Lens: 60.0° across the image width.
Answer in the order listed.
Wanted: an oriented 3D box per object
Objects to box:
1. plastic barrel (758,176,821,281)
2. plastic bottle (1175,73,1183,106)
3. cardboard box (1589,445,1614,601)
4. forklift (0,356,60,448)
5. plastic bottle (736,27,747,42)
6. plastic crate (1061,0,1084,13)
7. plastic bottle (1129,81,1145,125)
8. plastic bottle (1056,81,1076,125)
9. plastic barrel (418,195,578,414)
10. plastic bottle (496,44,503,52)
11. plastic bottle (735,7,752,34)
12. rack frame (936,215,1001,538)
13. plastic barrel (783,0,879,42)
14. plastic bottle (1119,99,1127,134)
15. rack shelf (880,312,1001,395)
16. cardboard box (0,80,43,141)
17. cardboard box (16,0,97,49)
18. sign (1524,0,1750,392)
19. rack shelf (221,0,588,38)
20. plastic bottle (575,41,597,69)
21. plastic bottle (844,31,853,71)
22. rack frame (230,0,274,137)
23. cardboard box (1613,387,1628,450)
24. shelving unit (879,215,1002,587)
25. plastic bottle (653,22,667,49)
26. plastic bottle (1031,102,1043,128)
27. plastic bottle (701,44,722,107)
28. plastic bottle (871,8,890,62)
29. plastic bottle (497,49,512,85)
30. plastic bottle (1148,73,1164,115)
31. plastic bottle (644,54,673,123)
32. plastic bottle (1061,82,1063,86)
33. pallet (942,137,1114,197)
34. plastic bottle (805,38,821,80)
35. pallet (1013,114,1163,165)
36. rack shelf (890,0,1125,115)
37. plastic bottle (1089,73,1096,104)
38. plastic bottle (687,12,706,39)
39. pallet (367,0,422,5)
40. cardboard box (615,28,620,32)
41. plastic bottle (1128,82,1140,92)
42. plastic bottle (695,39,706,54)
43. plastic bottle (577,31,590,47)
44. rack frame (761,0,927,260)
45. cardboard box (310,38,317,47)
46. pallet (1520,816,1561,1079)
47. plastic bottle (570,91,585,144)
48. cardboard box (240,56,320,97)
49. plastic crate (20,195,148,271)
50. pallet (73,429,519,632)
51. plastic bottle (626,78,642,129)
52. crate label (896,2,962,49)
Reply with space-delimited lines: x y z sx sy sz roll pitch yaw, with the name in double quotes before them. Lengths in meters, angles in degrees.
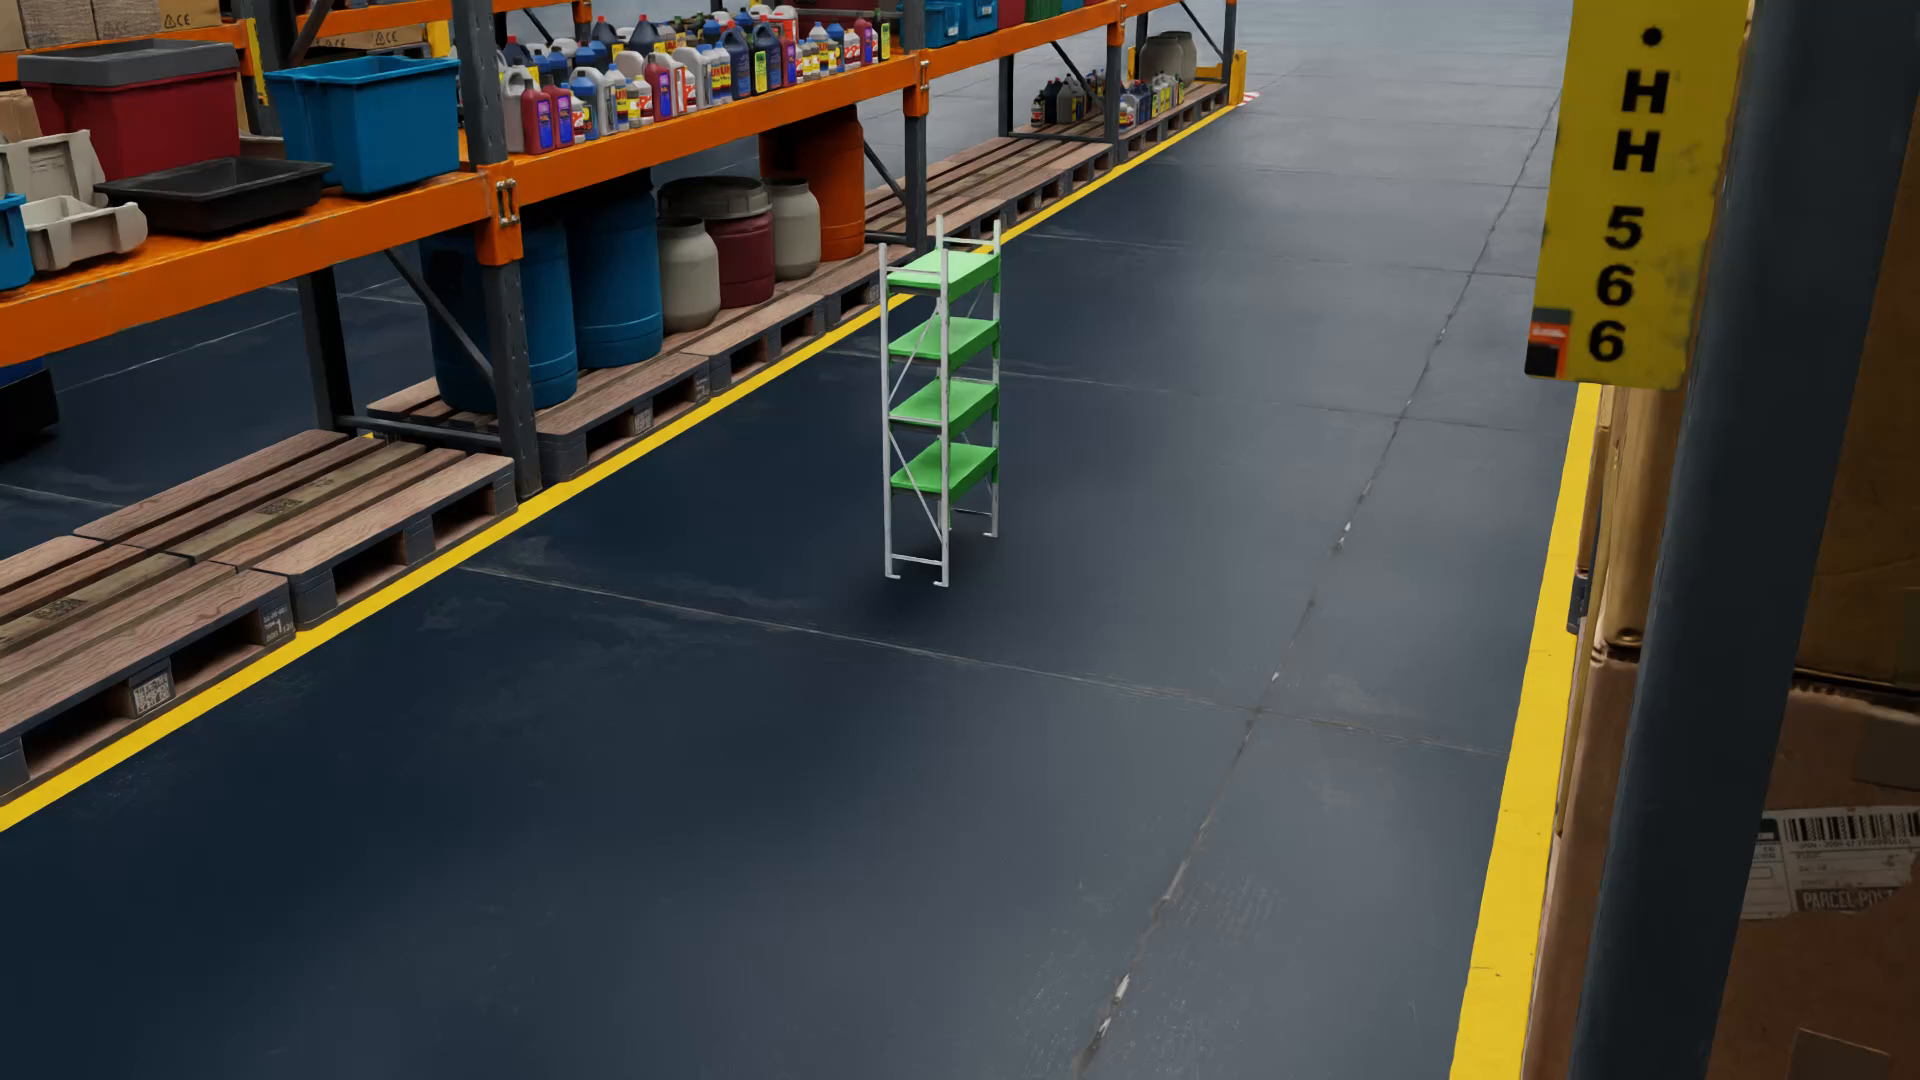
"plastic barrel" -0.979 -1.716 9.149 0.421 0.512 0.421 0 23 0
"plastic bottle" 1.984 -4.110 15.152 0.061 0.283 0.133 9 24 21
"cardboard box" 1.234 -0.098 2.464 0.500 0.500 0.500 9 24 20
"forklift" -5.533 -1.747 6.630 3.031 2.935 1.130 4 23 10
"plastic bottle" -1.196 -2.685 9.045 0.097 0.201 0.097 0 23 0
"plastic crate" 0.679 -4.047 12.068 0.392 0.384 0.575 9 24 20
"plastic bottle" 1.485 -3.704 14.092 0.144 0.351 0.185 9 24 21
"plastic bottle" 0.905 -3.726 14.143 0.144 0.351 0.185 9 24 20
"plastic barrel" -1.954 -1.049 7.047 0.600 0.901 0.708 9 24 20
"plastic bottle" -2.065 -2.050 7.330 0.144 0.351 0.185 9 24 20
"plastic bottle" -1.215 -2.857 9.365 0.097 0.271 0.097 0 23 0
"rack frame" 0.029 -0.582 6.086 0.240 1.200 0.015 9 24 20
"plastic barrel" -0.795 -3.335 10.165 0.600 0.536 0.708 9 24 20
"plastic bottle" 1.325 -3.489 13.680 0.097 0.271 0.097 0 23 0
"rack shelf" -0.061 -0.657 5.809 0.258 0.148 0.480 9 24 20
"cardboard box" -5.898 -2.423 10.371 1.225 0.875 0.875 9 24 20
"cardboard box" -5.618 -3.242 9.989 0.500 0.500 0.500 8 24 18
"sign" 0.432 -0.256 1.058 0.100 0.325 0.005 9 24 20
"rack shelf" -4.542 -4.155 13.239 1.077 0.370 4.000 9 24 20
"plastic bottle" -1.744 -2.190 7.768 0.097 0.271 0.097 0 23 0
"plastic bottle" -0.622 -2.609 8.861 0.097 0.201 0.097 0 23 0
"rack frame" -5.284 -3.771 11.387 1.000 3.000 0.127 9 24 20
"cardboard box" 1.037 -0.376 1.832 0.500 0.500 0.500 9 24 22
"shelving unit" -0.061 -0.494 5.877 0.258 1.200 0.503 9 24 20
"plastic bottle" -1.559 -2.526 8.573 0.097 0.271 0.097 0 23 0
"plastic bottle" 0.645 -3.580 13.989 0.097 0.201 0.097 0 23 0
"plastic bottle" -1.147 -2.135 7.635 0.097 0.271 0.097 0 23 0
"plastic bottle" -0.440 -2.803 9.219 0.061 0.283 0.133 9 24 20
"plastic bottle" -2.000 -1.963 7.122 0.144 0.351 0.185 9 24 20
"plastic bottle" 1.713 -3.924 14.617 0.144 0.351 0.185 9 24 20
"plastic bottle" -1.309 -1.965 7.214 0.061 0.283 0.133 9 24 20
"plastic bottle" 0.865 -3.848 14.524 0.061 0.283 0.133 11 25 24
"pallet" 0.544 -2.920 12.968 1.003 0.211 1.213 9 24 20
"plastic bottle" -0.766 -2.469 8.528 0.097 0.201 0.097 0 23 0
"pallet" 1.088 -3.441 14.215 1.003 0.211 1.213 9 24 20
"rack shelf" 0.057 -3.446 11.542 1.077 0.370 4.000 9 24 20
"plastic bottle" 1.196 -4.142 15.244 0.097 0.271 0.097 0 23 0
"plastic bottle" -1.411 -2.693 8.957 0.061 0.283 0.133 9 24 20
"pallet" -4.587 -4.397 13.134 1.003 0.211 1.213 9 24 20
"cardboard box" -3.250 -4.820 16.596 0.500 0.500 0.500 7 24 15
"plastic bottle" 1.566 -3.901 14.661 0.152 0.276 0.135 9 24 20
"plastic bottle" -1.209 -2.225 7.852 0.097 0.271 0.097 0 23 0
"plastic bottle" -1.823 -2.296 8.007 0.061 0.283 0.133 9 24 20
"rack frame" -0.686 -3.062 9.690 1.000 3.000 0.127 9 24 20
"cardboard box" -7.736 -5.701 18.218 0.875 0.875 0.875 9 24 20
"pallet" 1.718 1.050 3.462 1.003 0.211 1.213 9 24 20
"plastic bottle" -1.564 -1.701 6.688 0.097 0.201 0.097 0 23 0
"cardboard box" -5.063 -3.411 12.224 0.500 0.250 0.500 10 25 22
"plastic crate" -2.539 -0.871 4.707 0.293 0.136 0.466 9 24 20
"pallet" -2.409 -0.076 6.157 1.003 0.211 1.213 9 24 20
"plastic bottle" -1.405 -1.854 7.054 0.097 0.201 0.097 0 23 0
"crate label" -0.181 -3.082 9.954 0.303 0.233 0.416 9 24 20
